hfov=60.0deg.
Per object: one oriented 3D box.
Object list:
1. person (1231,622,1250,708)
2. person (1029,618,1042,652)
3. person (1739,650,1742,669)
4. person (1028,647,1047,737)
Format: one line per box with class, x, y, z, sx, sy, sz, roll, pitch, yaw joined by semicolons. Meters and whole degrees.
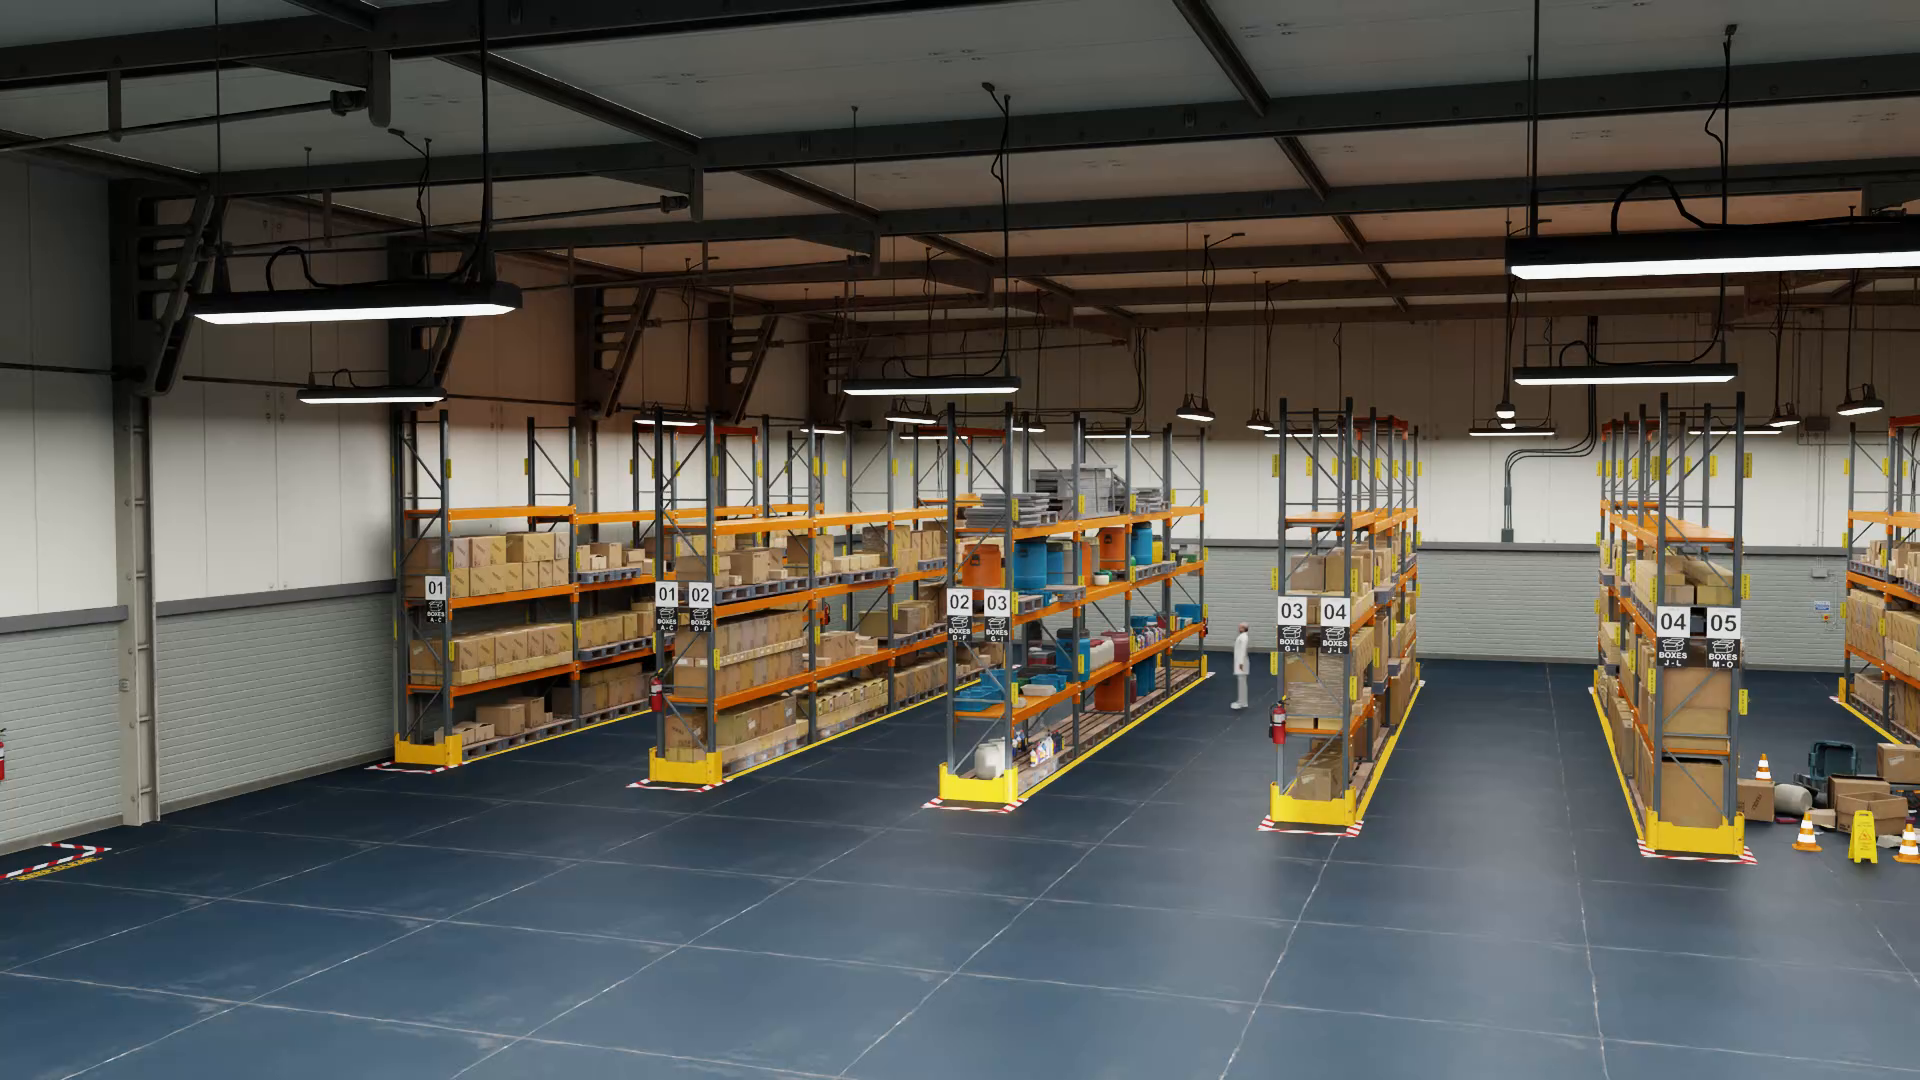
person;5.884;2.616;34.974;0.474;1.787;0.604;0;2;-2
person;1.710;2.440;39.519;0.543;1.734;0.405;-2;3;-41
person;16.435;2.616;35.650;0.673;1.787;0.389;0;2;-11
person;1.370;2.848;31.072;0.448;1.686;0.548;1;3;20
